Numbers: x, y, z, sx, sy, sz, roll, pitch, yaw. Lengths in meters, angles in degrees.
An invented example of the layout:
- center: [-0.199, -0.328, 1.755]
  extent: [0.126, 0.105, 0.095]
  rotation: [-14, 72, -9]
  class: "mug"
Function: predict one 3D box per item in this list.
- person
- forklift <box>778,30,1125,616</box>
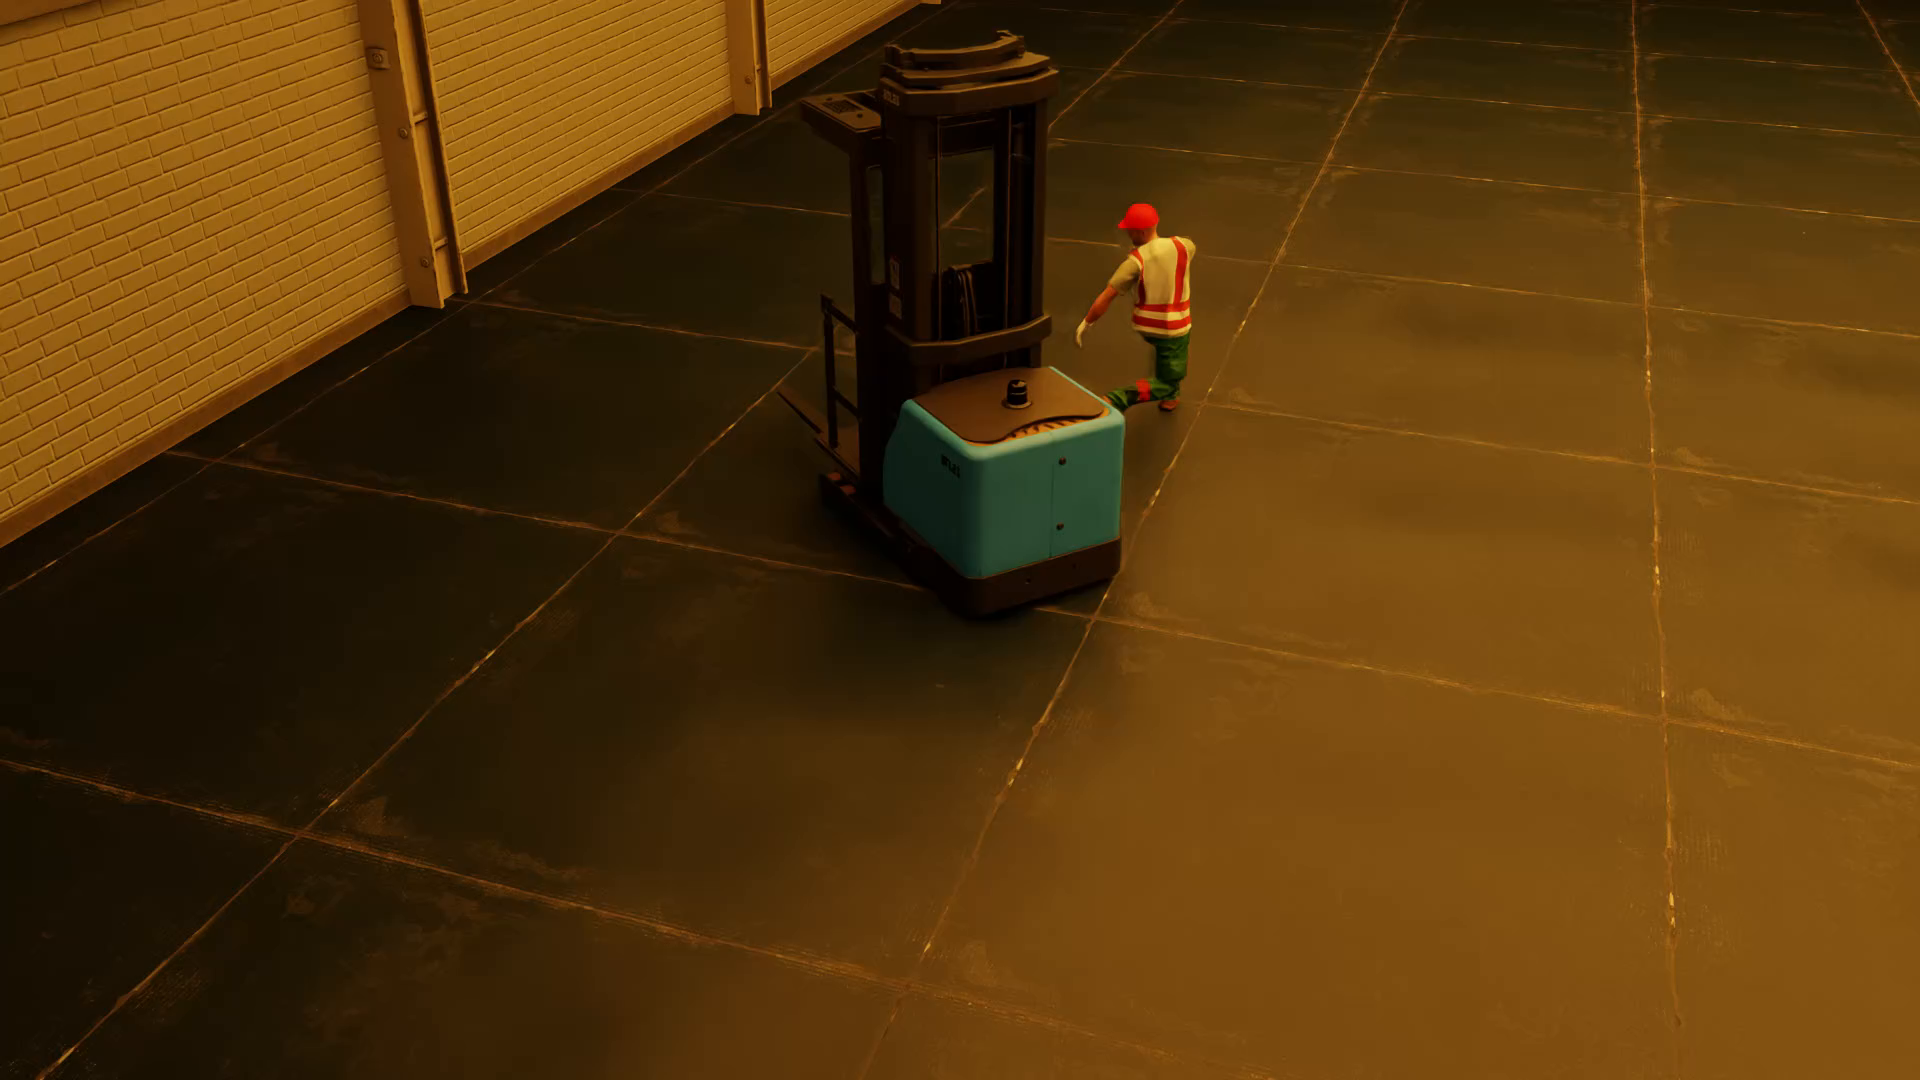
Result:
- center: [1.230, -1.519, 11.280]
  extent: [0.685, 1.542, 0.952]
  rotation: [17, 34, 27]
  class: "person"
- center: [-0.229, -1.552, 9.859]
  extent: [1.130, 2.935, 3.031]
  rotation: [-15, 33, -25]
  class: "forklift"
